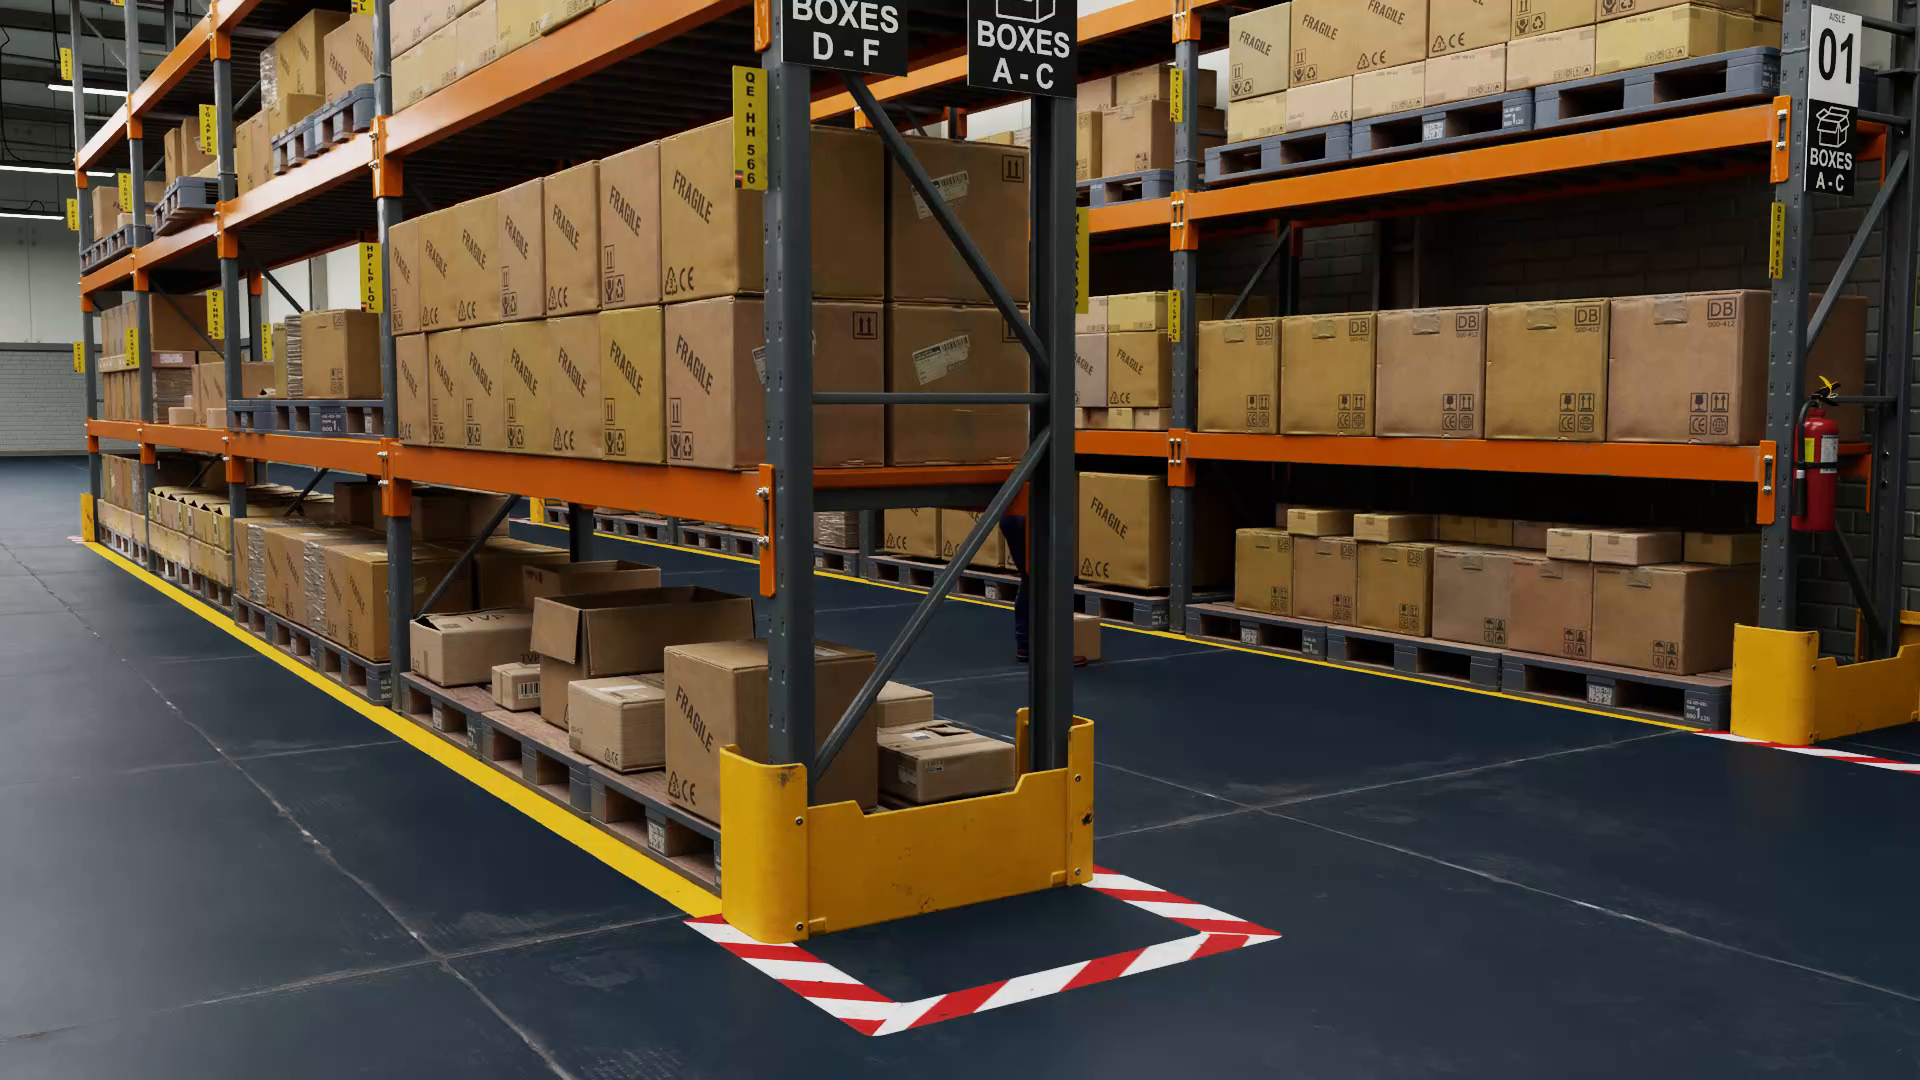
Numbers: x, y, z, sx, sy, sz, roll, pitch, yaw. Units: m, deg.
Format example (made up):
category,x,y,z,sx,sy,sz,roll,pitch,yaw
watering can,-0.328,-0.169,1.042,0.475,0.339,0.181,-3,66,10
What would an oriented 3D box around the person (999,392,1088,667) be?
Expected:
category,x,y,z,sx,sy,sz,roll,pitch,yaw
person,0.468,-0.116,9.523,0.419,1.651,0.537,-3,6,-34
